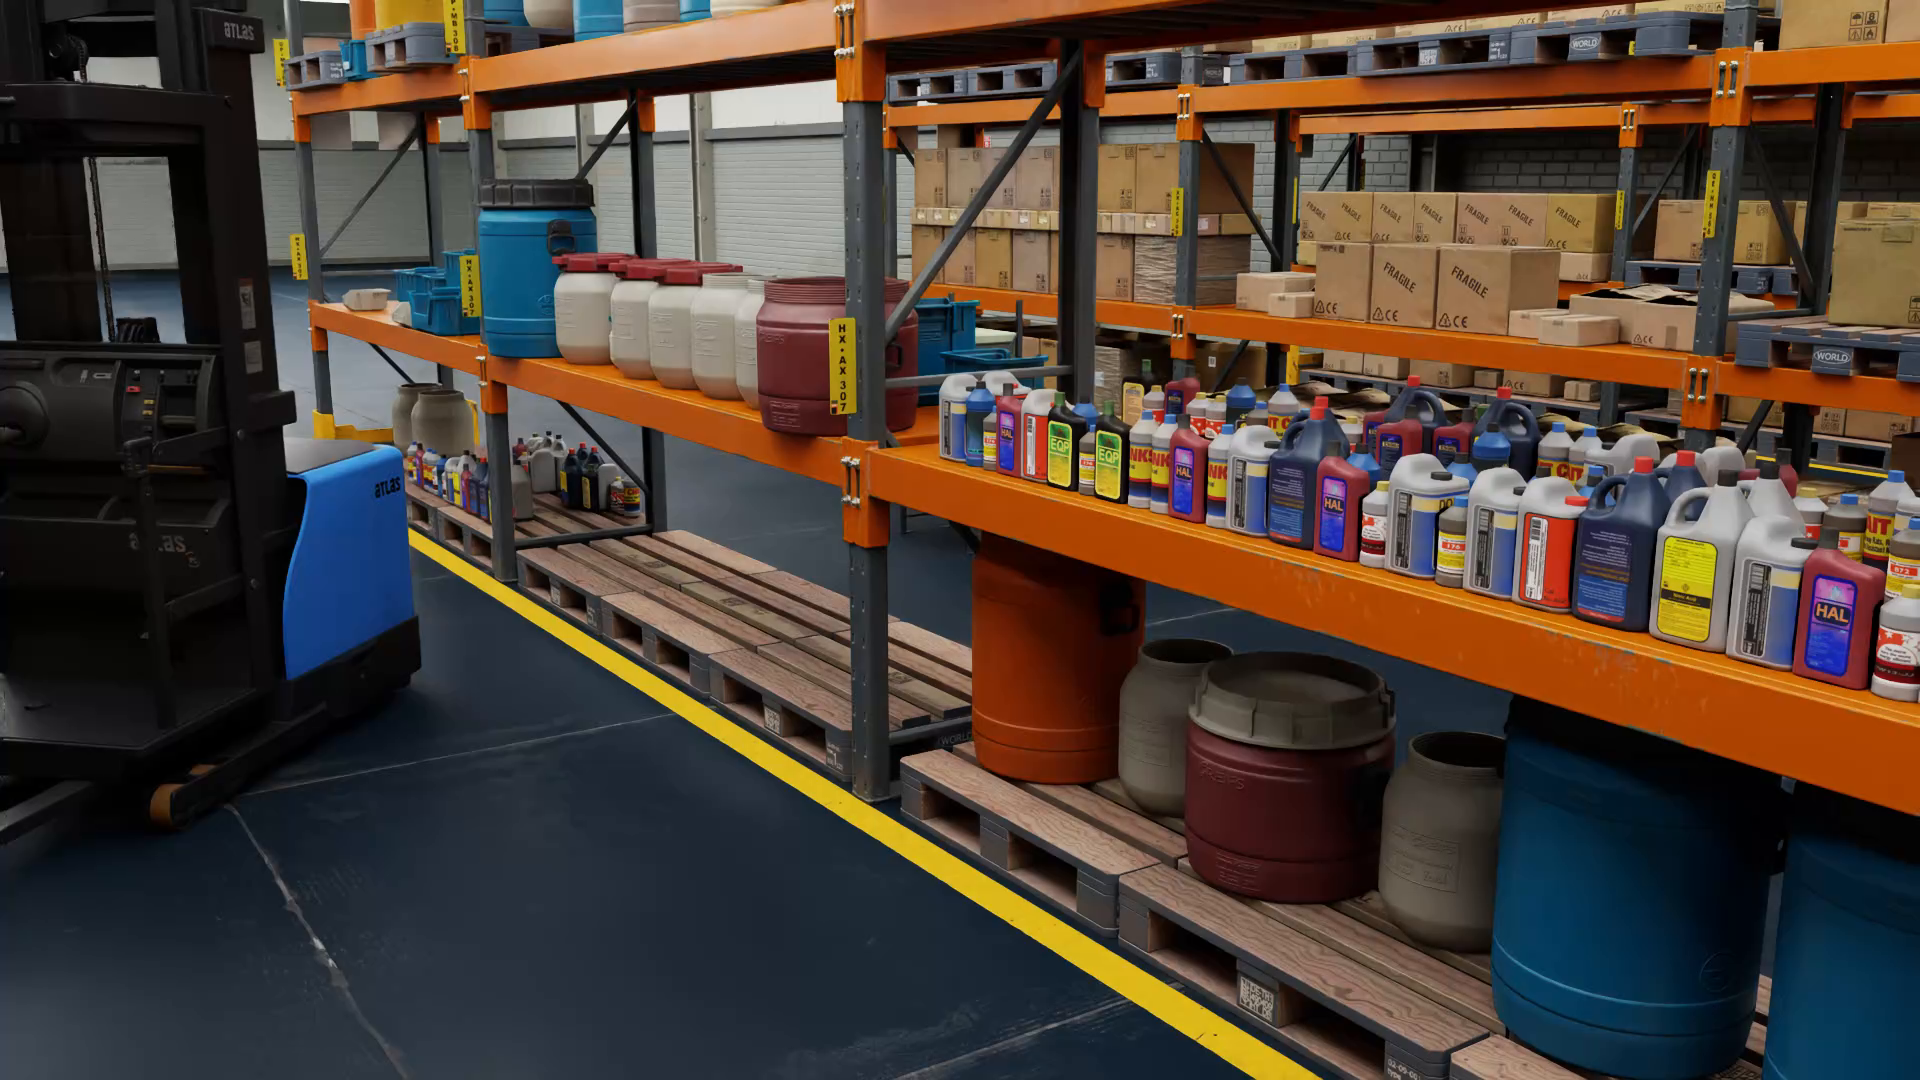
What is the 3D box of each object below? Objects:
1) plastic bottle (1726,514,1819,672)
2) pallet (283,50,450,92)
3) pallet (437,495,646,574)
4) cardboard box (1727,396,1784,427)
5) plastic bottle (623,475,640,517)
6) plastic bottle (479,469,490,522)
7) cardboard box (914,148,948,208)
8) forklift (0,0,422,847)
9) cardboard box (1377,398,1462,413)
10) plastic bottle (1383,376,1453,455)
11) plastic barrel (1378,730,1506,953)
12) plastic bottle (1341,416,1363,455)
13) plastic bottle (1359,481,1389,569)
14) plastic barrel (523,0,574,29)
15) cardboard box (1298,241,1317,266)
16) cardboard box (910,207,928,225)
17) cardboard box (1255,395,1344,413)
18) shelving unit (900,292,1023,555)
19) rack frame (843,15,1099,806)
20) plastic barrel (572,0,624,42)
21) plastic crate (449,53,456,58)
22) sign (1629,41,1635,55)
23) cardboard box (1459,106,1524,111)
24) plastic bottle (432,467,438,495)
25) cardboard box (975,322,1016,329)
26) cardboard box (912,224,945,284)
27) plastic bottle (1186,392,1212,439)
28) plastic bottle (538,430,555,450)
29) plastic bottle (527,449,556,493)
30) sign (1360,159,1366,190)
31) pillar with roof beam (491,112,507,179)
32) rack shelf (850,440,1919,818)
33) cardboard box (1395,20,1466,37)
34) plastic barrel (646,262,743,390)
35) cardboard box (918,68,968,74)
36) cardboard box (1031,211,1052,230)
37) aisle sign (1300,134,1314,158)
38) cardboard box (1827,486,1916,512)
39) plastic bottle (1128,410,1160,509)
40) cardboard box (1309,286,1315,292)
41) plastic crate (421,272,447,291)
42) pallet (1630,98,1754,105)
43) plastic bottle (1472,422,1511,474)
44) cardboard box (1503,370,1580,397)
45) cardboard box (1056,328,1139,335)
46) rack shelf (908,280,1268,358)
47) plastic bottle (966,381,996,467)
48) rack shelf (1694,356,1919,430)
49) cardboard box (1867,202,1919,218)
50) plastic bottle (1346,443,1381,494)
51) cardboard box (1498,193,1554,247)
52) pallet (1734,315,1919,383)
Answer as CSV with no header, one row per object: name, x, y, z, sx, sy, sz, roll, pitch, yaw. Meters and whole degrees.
plastic bottle,1.582,0.097,3.188,0.152,0.276,0.135,-8,15,-33
pallet,-4.000,-3.216,11.466,1.003,0.211,1.213,-8,15,-33
pallet,-2.498,-0.052,10.105,1.003,0.211,1.213,-8,15,-33
cardboard box,6.836,-1.241,13.838,0.700,0.500,0.500,-8,15,-34
plastic bottle,-1.973,-0.280,9.979,0.097,0.271,0.097,0,12,0
plastic bottle,-2.758,-0.291,9.842,0.144,0.351,0.185,-9,15,-34
cardboard box,0.026,-3.176,14.591,0.700,0.500,0.500,-8,15,-33
forklift,-3.168,-0.509,5.828,1.130,2.935,3.031,2,13,10
cardboard box,2.996,-0.792,11.104,0.500,0.311,0.500,-8,15,-33
plastic bottle,1.321,-0.296,4.811,0.144,0.351,0.185,-8,15,-33
plastic barrel,1.353,0.807,4.488,0.421,0.512,0.421,0,12,0
plastic bottle,1.189,-0.275,5.063,0.097,0.201,0.097,0,12,0
plastic bottle,1.012,-0.039,3.984,0.097,0.201,0.097,0,12,0
plastic barrel,-2.236,-3.115,9.318,0.421,0.512,0.421,0,12,0
cardboard box,3.876,-2.986,17.299,0.500,0.250,0.500,-9,15,-34
cardboard box,-0.213,-2.857,14.654,0.380,0.149,0.250,-8,15,-33
cardboard box,2.259,-0.819,11.225,0.500,0.311,0.500,-8,15,-33
shelving unit,-0.004,-0.734,10.207,0.431,1.500,0.755,-8,15,-33
rack frame,0.055,-0.578,5.985,1.000,3.000,0.127,-8,15,-33
plastic barrel,-1.699,-2.935,8.568,0.600,0.901,0.708,-8,15,-33
plastic crate,-3.070,-3.155,10.785,0.392,0.384,0.575,-8,15,-33
sign,5.639,-4.115,13.925,0.100,0.325,0.005,-8,15,-33
cardboard box,4.993,-4.232,15.393,0.500,0.500,0.500,-9,15,-35
plastic bottle,-3.332,-0.393,10.660,0.097,0.201,0.097,0,12,0
cardboard box,0.139,-1.605,14.376,0.500,0.500,0.500,-8,15,-33
cardboard box,-0.003,-2.551,14.772,0.700,0.500,0.500,-8,15,-33
plastic bottle,0.811,-0.396,5.617,0.097,0.201,0.097,0,12,0
plastic bottle,-2.706,-0.546,11.006,0.144,0.351,0.185,-7,14,-30
plastic bottle,-2.712,-0.454,10.762,0.152,0.276,0.135,-8,15,-33
sign,4.343,-3.956,17.980,0.100,0.325,0.005,-8,15,-33
pillar with roof beam,-15.227,-10.908,39.180,9.100,9.000,0.548,-8,15,-33
rack shelf,1.163,0.129,4.436,1.077,0.370,4.000,-8,15,-33
cardboard box,2.973,-3.125,9.979,0.500,0.250,0.500,-10,16,-38
plastic barrel,-1.167,-0.953,7.379,0.433,0.535,0.433,0,12,0
cardboard box,0.063,-4.273,14.309,0.797,0.503,0.637,-7,14,-29
cardboard box,0.784,-2.537,13.190,0.380,0.149,0.250,-8,14,-31
aisle sign,3.581,-4.421,17.472,0.394,0.787,0.004,-8,15,-33
cardboard box,4.490,0.049,7.936,0.500,0.500,0.500,-9,15,-35
plastic bottle,0.525,-0.229,4.691,0.097,0.271,0.097,0,12,0
cardboard box,2.605,-1.675,11.315,0.396,0.266,0.258,-9,15,-34
plastic crate,-3.496,-1.759,11.731,0.499,0.251,0.408,-8,15,-33
pallet,6.340,-3.714,13.741,1.213,0.211,1.003,-8,15,-33
plastic bottle,1.421,-0.179,4.460,0.097,0.271,0.097,0,12,0
cardboard box,5.478,-1.636,15.643,0.500,0.500,0.500,-9,16,-37
cardboard box,1.136,-1.490,13.851,0.500,0.500,0.500,-8,15,-33
rack shelf,0.857,-1.880,13.620,1.077,0.370,4.000,-8,15,-33
plastic bottle,0.067,-0.376,5.363,0.097,0.271,0.097,0,12,0
rack shelf,5.289,-0.457,7.114,1.077,0.370,4.000,-8,15,-33
cardboard box,7.325,-2.316,12.668,0.700,0.500,0.500,-8,15,-33
plastic bottle,0.989,-0.104,4.118,0.097,0.271,0.097,0,12,0
cardboard box,5.286,-2.901,15.154,0.500,0.500,0.500,-8,15,-33
pallet,4.615,-0.958,8.171,1.213,0.211,1.003,-8,15,-33
